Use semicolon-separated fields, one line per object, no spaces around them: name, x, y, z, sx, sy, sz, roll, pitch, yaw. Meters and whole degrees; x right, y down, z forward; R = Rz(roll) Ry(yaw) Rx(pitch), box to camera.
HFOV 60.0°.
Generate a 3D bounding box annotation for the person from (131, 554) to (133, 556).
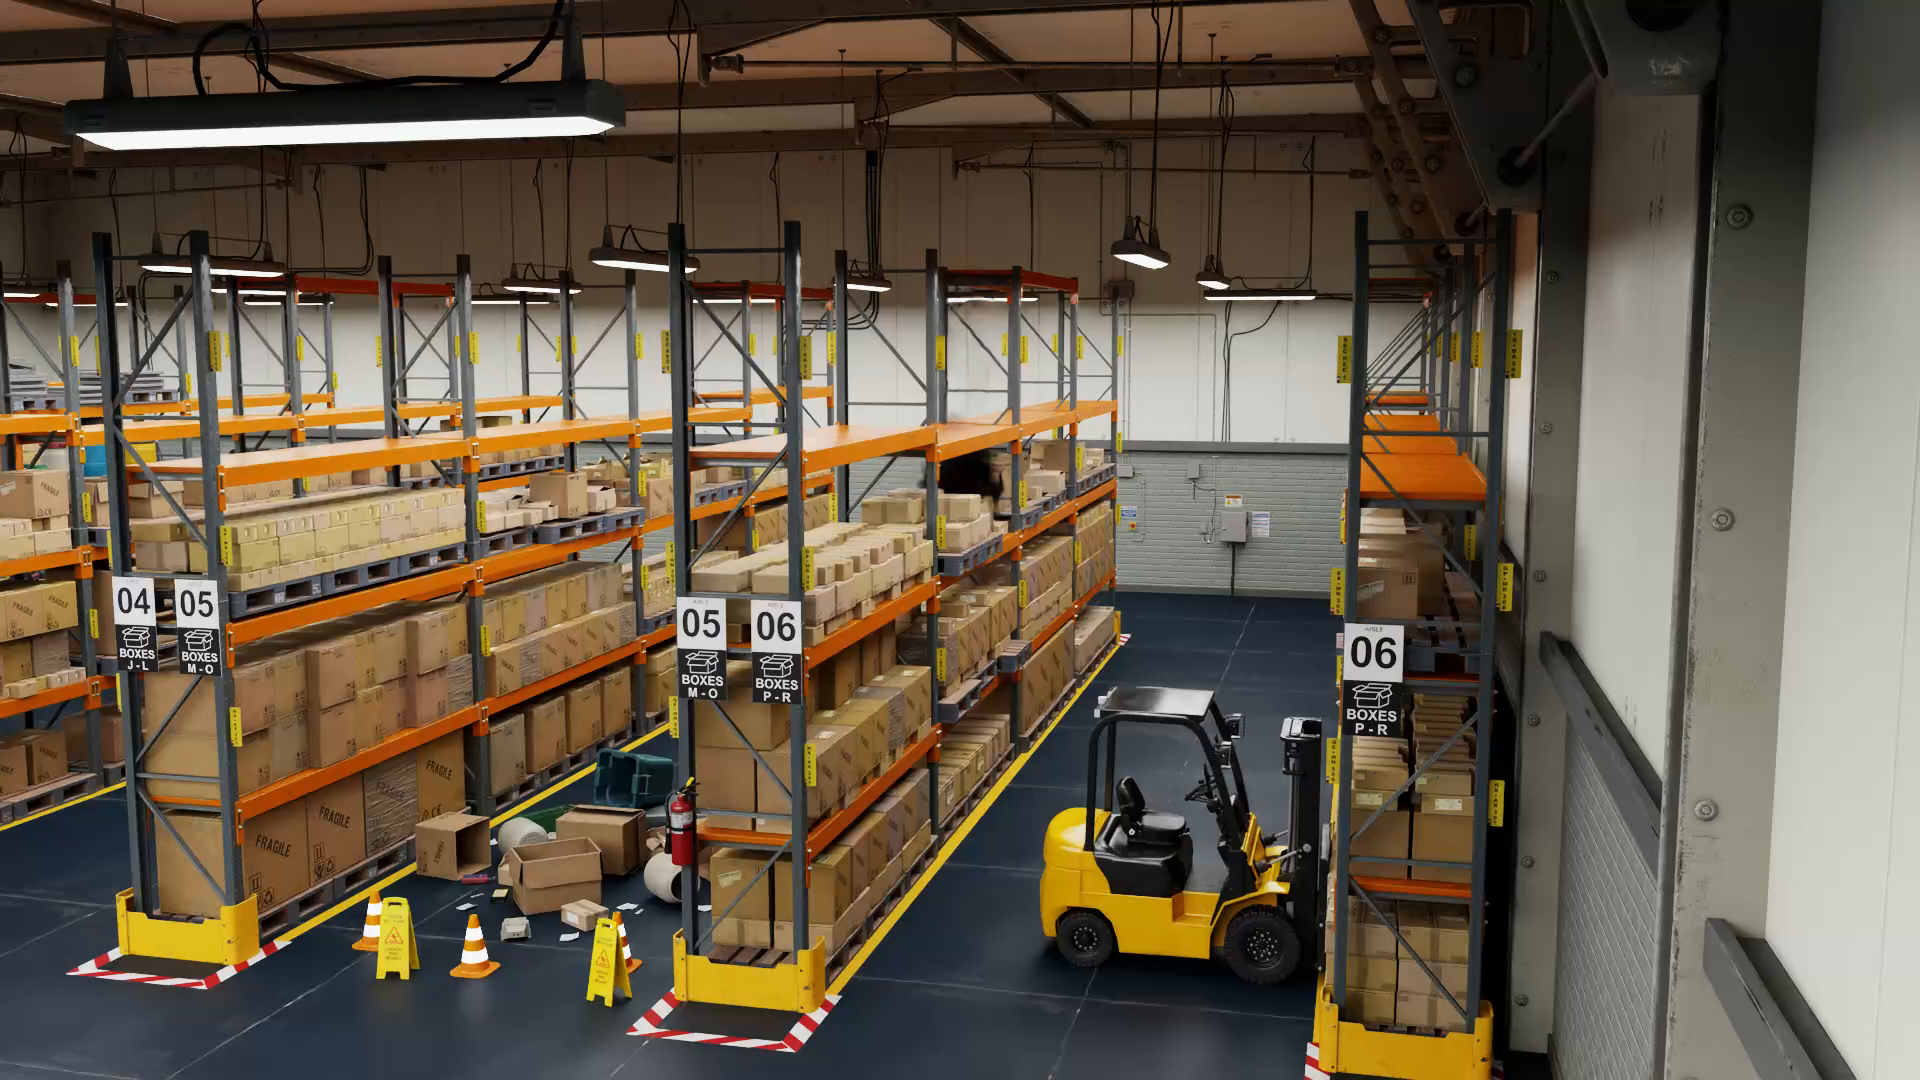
person;-15.561;0.508;31.596;0.655;1.641;0.602;0;7;0
